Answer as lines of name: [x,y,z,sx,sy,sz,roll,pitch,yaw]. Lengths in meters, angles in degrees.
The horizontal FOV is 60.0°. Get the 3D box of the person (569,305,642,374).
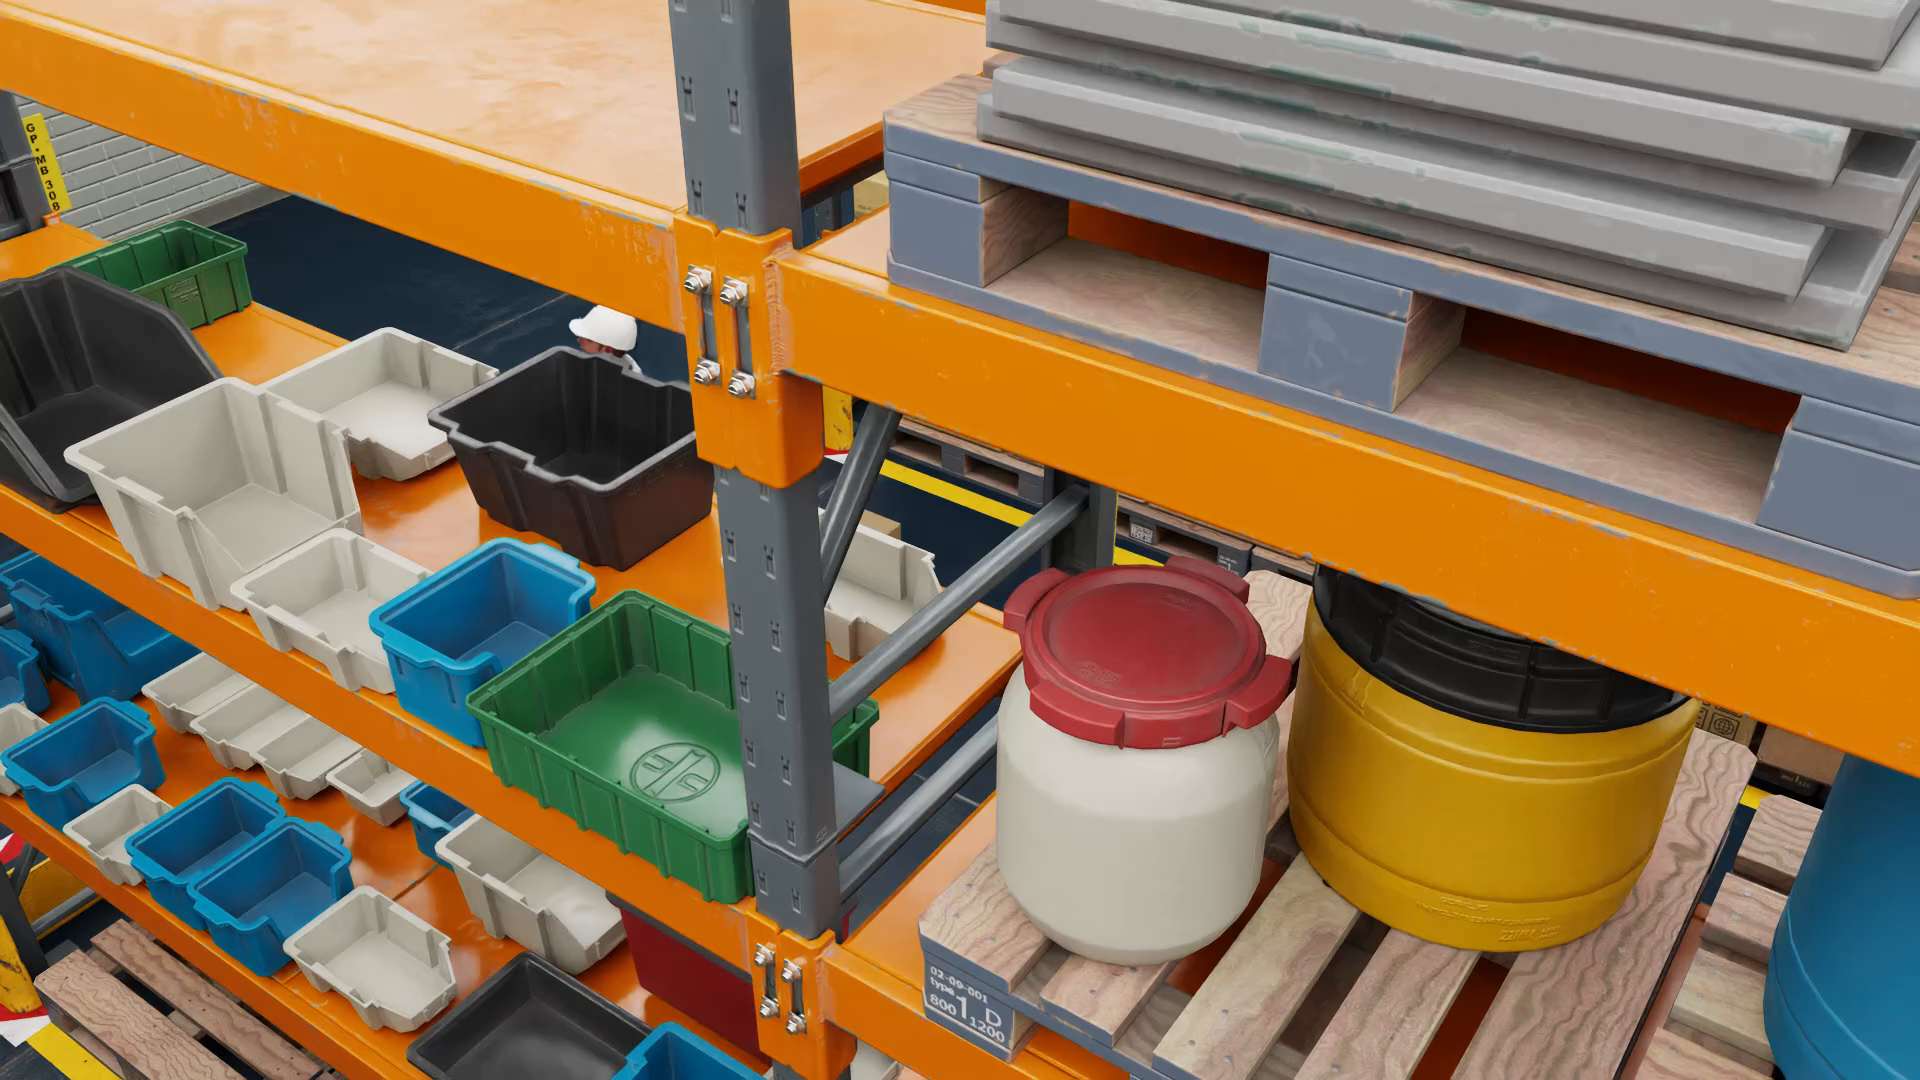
person: [-1.637,-0.275,7.684,0.845,1.751,0.666,-2,34,-3]
